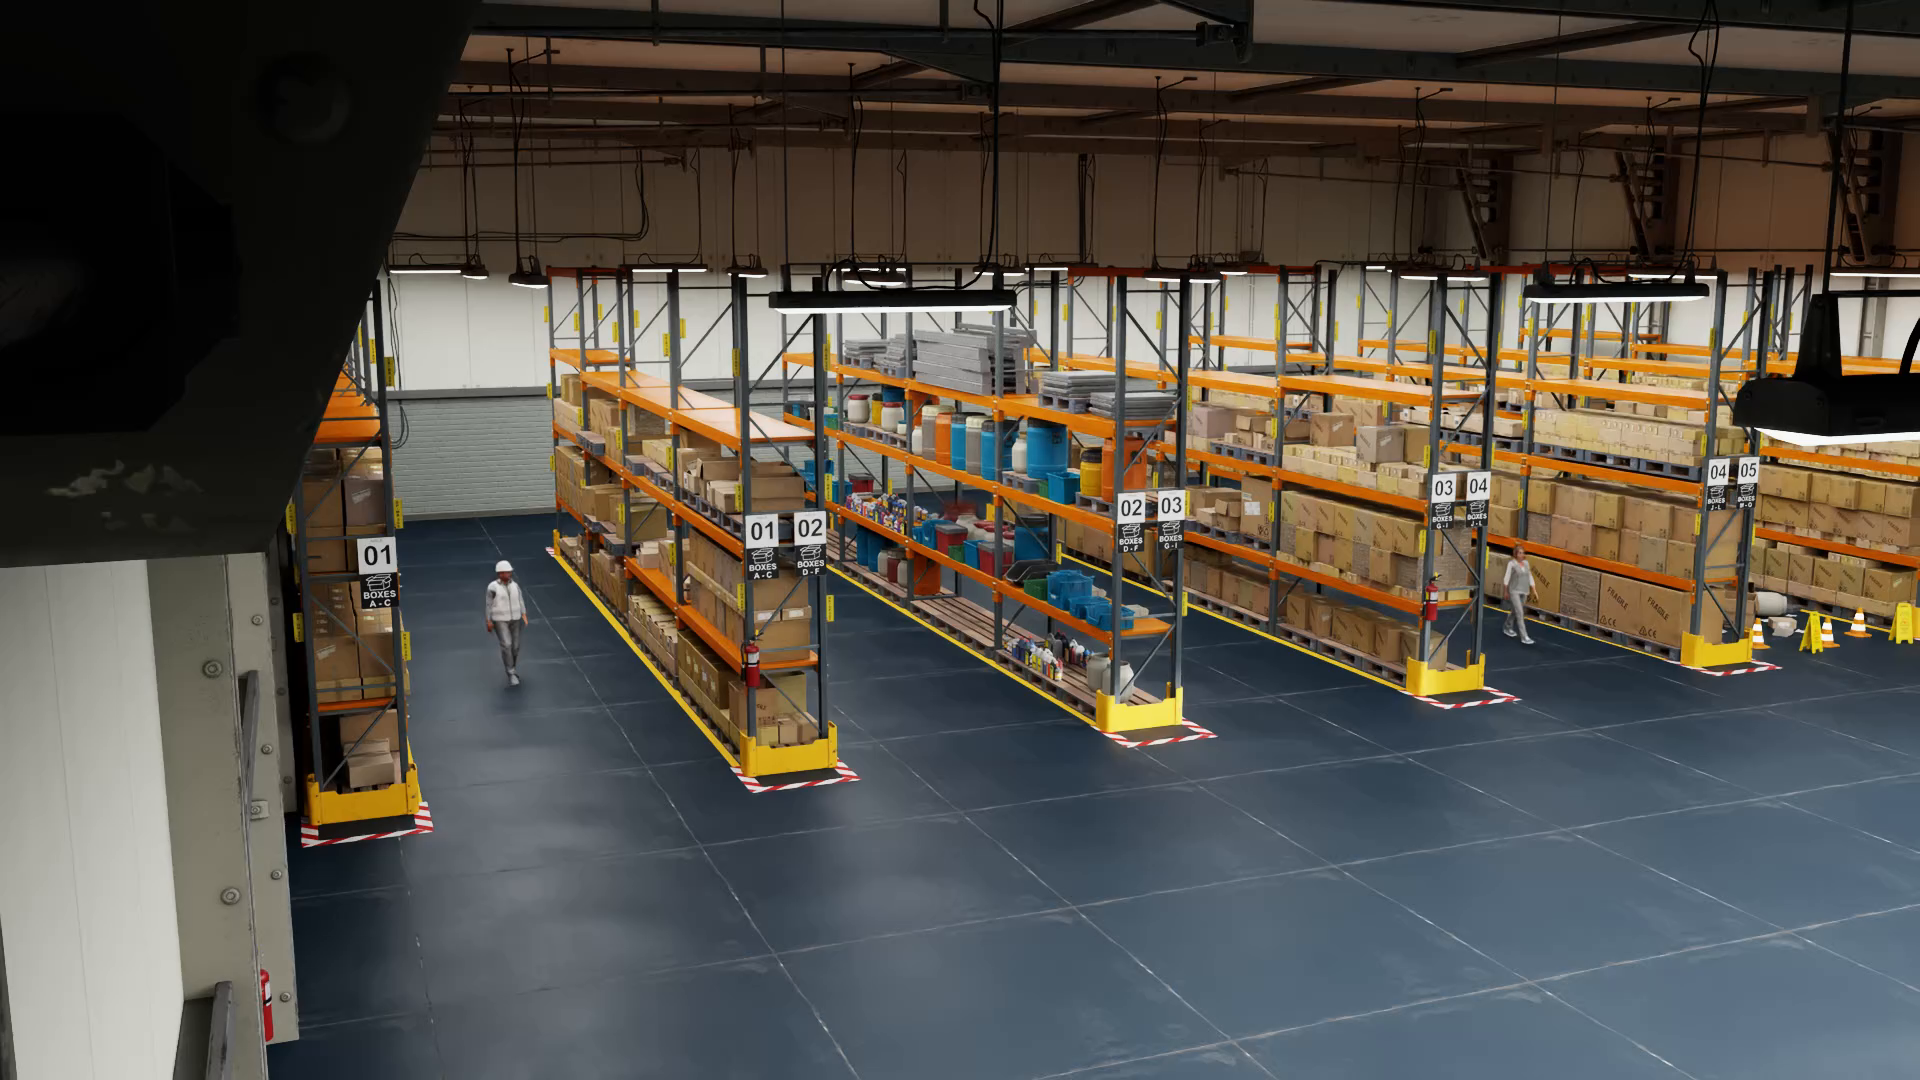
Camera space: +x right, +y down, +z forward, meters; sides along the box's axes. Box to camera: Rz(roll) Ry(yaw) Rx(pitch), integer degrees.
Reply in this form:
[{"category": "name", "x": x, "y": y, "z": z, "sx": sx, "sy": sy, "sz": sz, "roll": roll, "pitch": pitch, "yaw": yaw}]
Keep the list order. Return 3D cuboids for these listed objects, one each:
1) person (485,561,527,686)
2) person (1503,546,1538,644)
[{"category": "person", "x": -6.662, "y": 1.217, "z": 24.699, "sx": 0.570, "sy": 1.775, "sz": 0.768, "roll": -10, "pitch": 14, "yaw": -44}, {"category": "person", "x": 9.134, "y": 0.870, "z": 27.056, "sx": 0.420, "sy": 1.552, "sz": 0.903, "roll": -3, "pitch": 10, "yaw": -18}]
